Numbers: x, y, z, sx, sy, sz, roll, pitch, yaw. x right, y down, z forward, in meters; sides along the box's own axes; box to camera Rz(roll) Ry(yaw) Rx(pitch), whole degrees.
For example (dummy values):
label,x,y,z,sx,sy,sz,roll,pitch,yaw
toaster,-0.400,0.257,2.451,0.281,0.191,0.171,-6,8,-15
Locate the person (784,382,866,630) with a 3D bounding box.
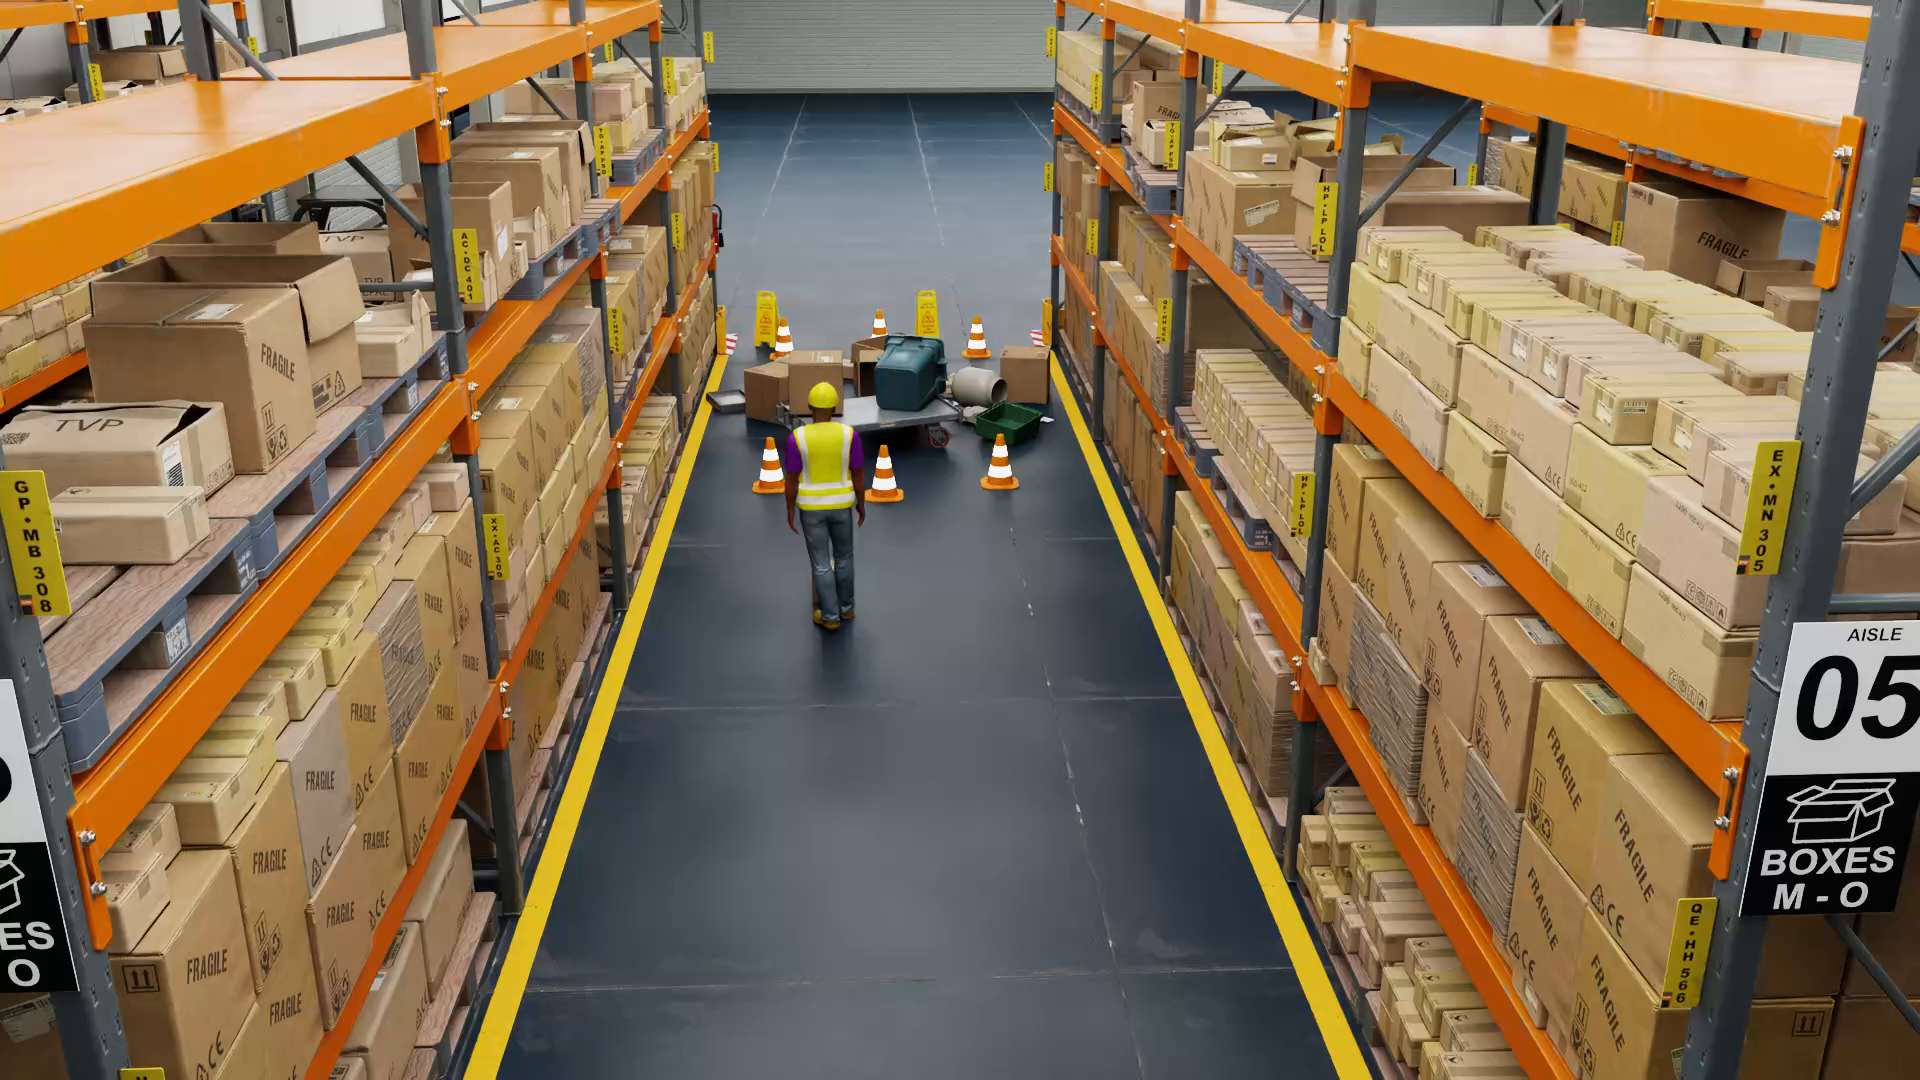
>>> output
label,x,y,z,sx,sy,sz,roll,pitch,yaw
person,-0.959,-0.255,11.715,0.570,1.772,0.509,-5,21,-13
